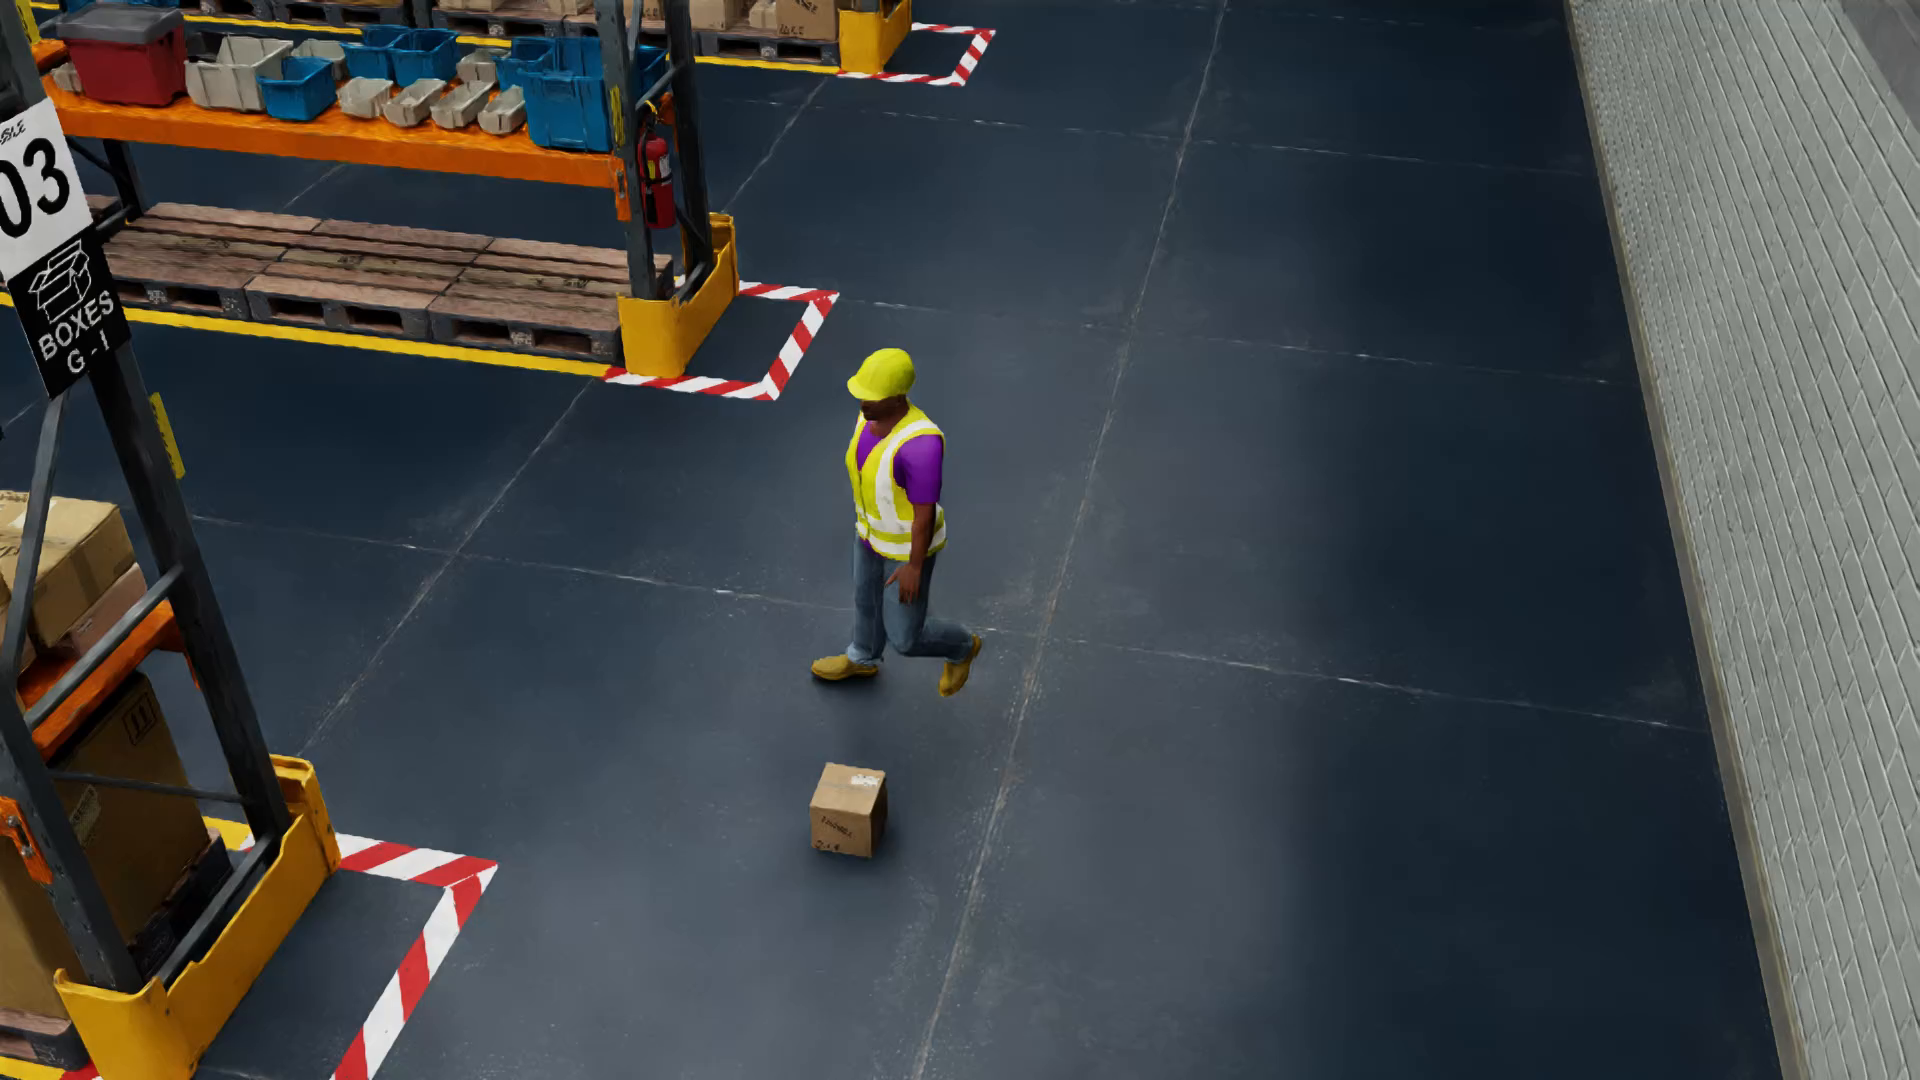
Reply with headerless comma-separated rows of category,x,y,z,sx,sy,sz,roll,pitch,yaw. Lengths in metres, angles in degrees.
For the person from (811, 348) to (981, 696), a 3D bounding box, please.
person,-0.257,-0.046,6.980,0.624,1.761,0.658,-21,41,-26
